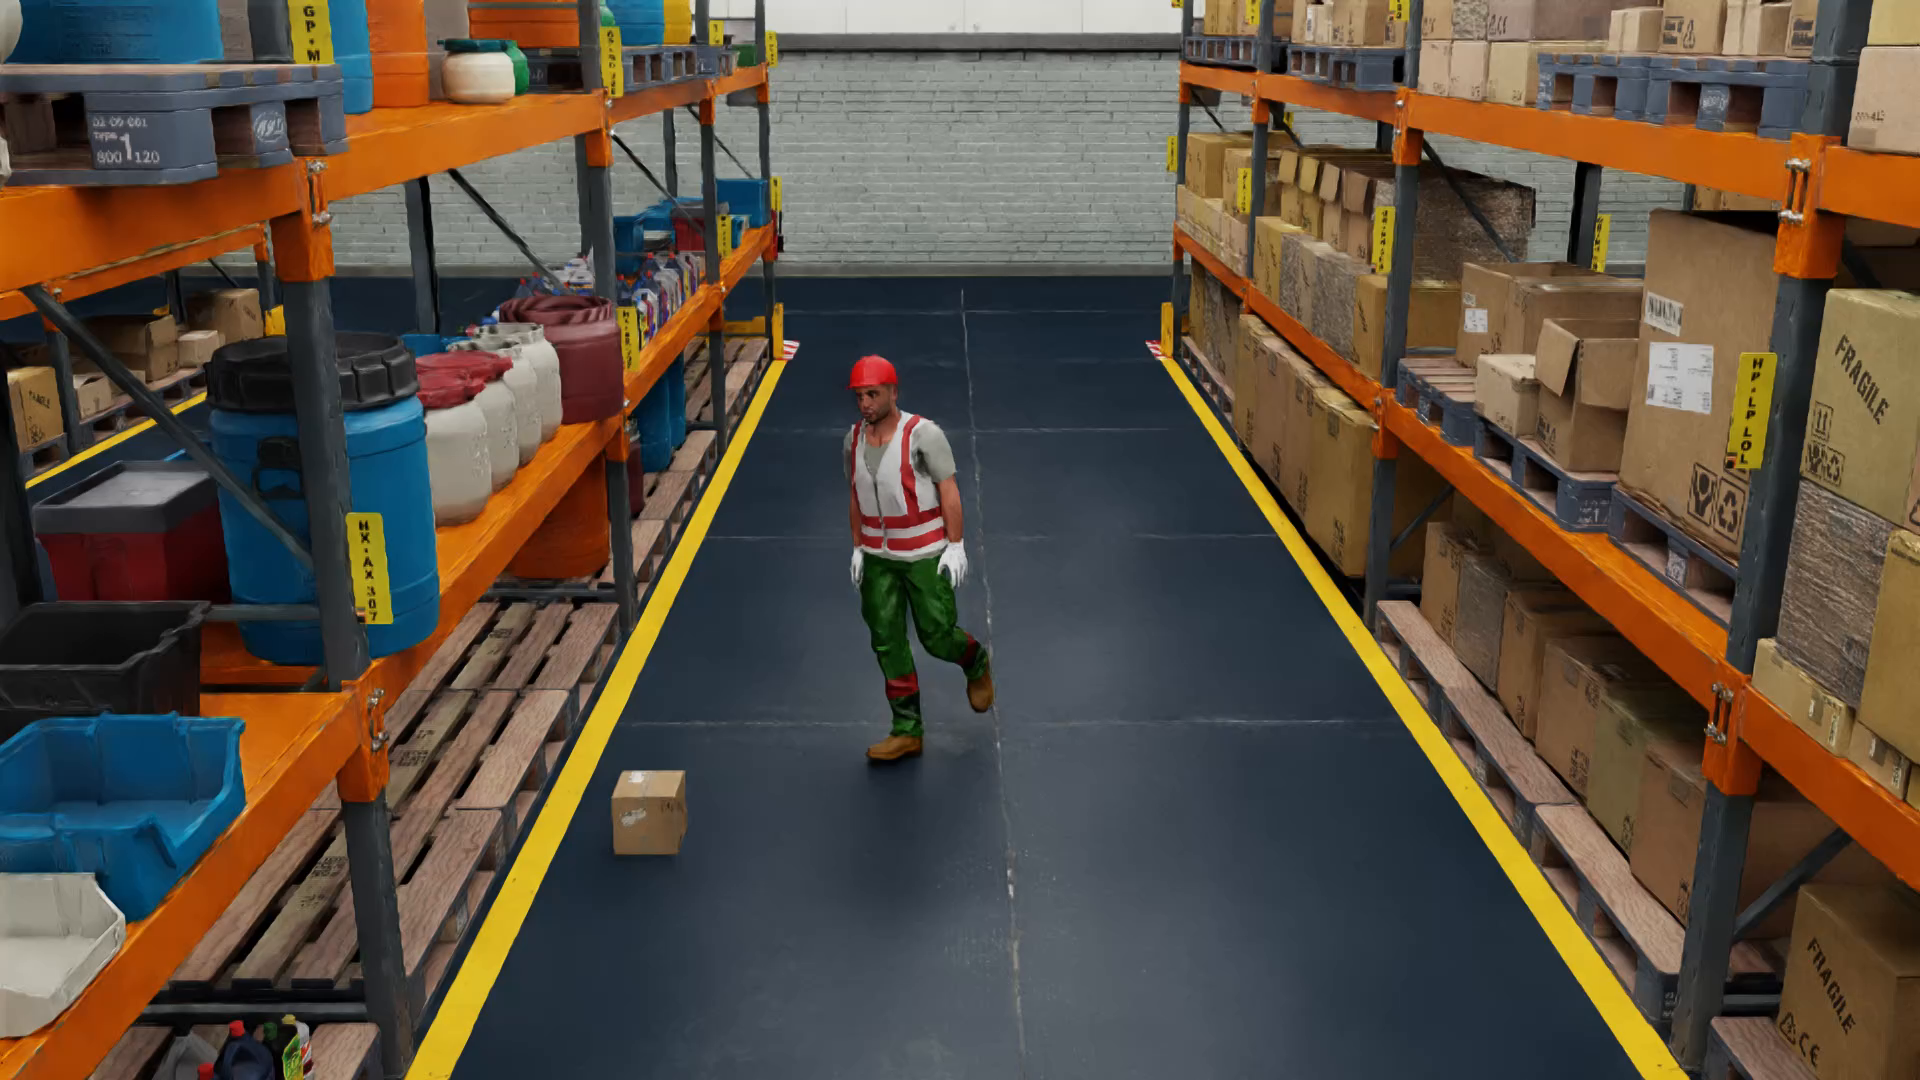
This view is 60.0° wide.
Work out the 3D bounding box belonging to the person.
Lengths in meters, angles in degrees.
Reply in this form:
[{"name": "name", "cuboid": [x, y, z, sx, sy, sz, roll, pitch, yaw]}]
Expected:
[{"name": "person", "cuboid": [-0.221, 0.045, 7.372, 0.602, 1.764, 0.793, 11, 20, 31]}]
